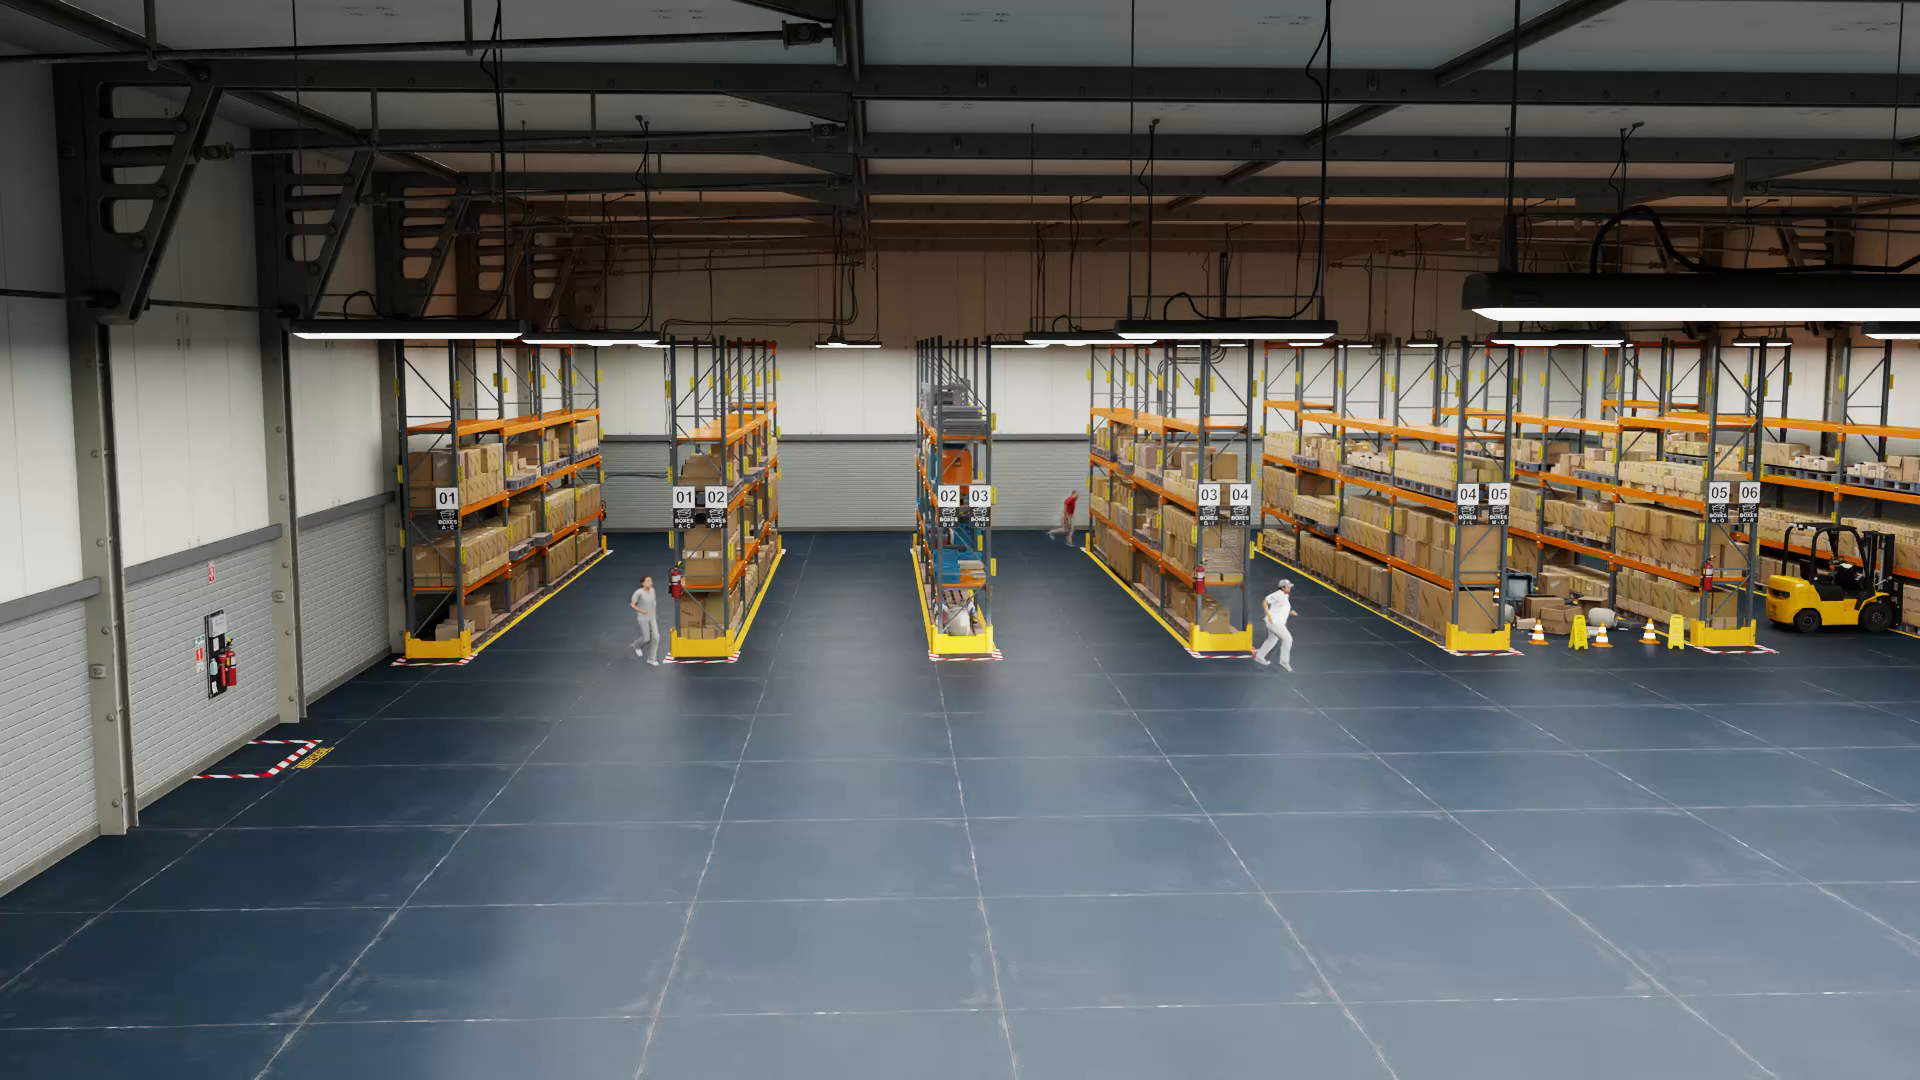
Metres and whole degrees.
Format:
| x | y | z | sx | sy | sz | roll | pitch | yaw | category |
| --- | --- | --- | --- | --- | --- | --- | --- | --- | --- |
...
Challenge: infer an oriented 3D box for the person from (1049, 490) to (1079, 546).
| x | y | z | sx | sy | sz | roll | pitch | yaw | category |
| --- | --- | --- | --- | --- | --- | --- | --- | --- | --- |
| 3.054 | -0.633 | 48.985 | 0.886 | 1.685 | 0.664 | 0 | 6 | 3 | person |

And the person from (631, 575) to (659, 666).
| x | y | z | sx | sy | sz | roll | pitch | yaw | category |
| --- | --- | --- | --- | --- | --- | --- | --- | --- | --- |
| -5.780 | 1.464 | 30.531 | 0.601 | 1.669 | 0.742 | -6 | 9 | -42 | person |

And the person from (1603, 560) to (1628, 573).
| x | y | z | sx | sy | sz | roll | pitch | yaw | category |
| --- | --- | --- | --- | --- | --- | --- | --- | --- | --- |
| 16.896 | 0.057 | 42.719 | 0.593 | 1.701 | 0.759 | -2 | 7 | -14 | person |

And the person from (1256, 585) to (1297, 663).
| x | y | z | sx | sy | sz | roll | pitch | yaw | category |
| --- | --- | --- | --- | --- | --- | --- | --- | --- | --- |
| 5.675 | 1.457 | 29.977 | 0.772 | 1.504 | 0.642 | 4 | 8 | 30 | person |
